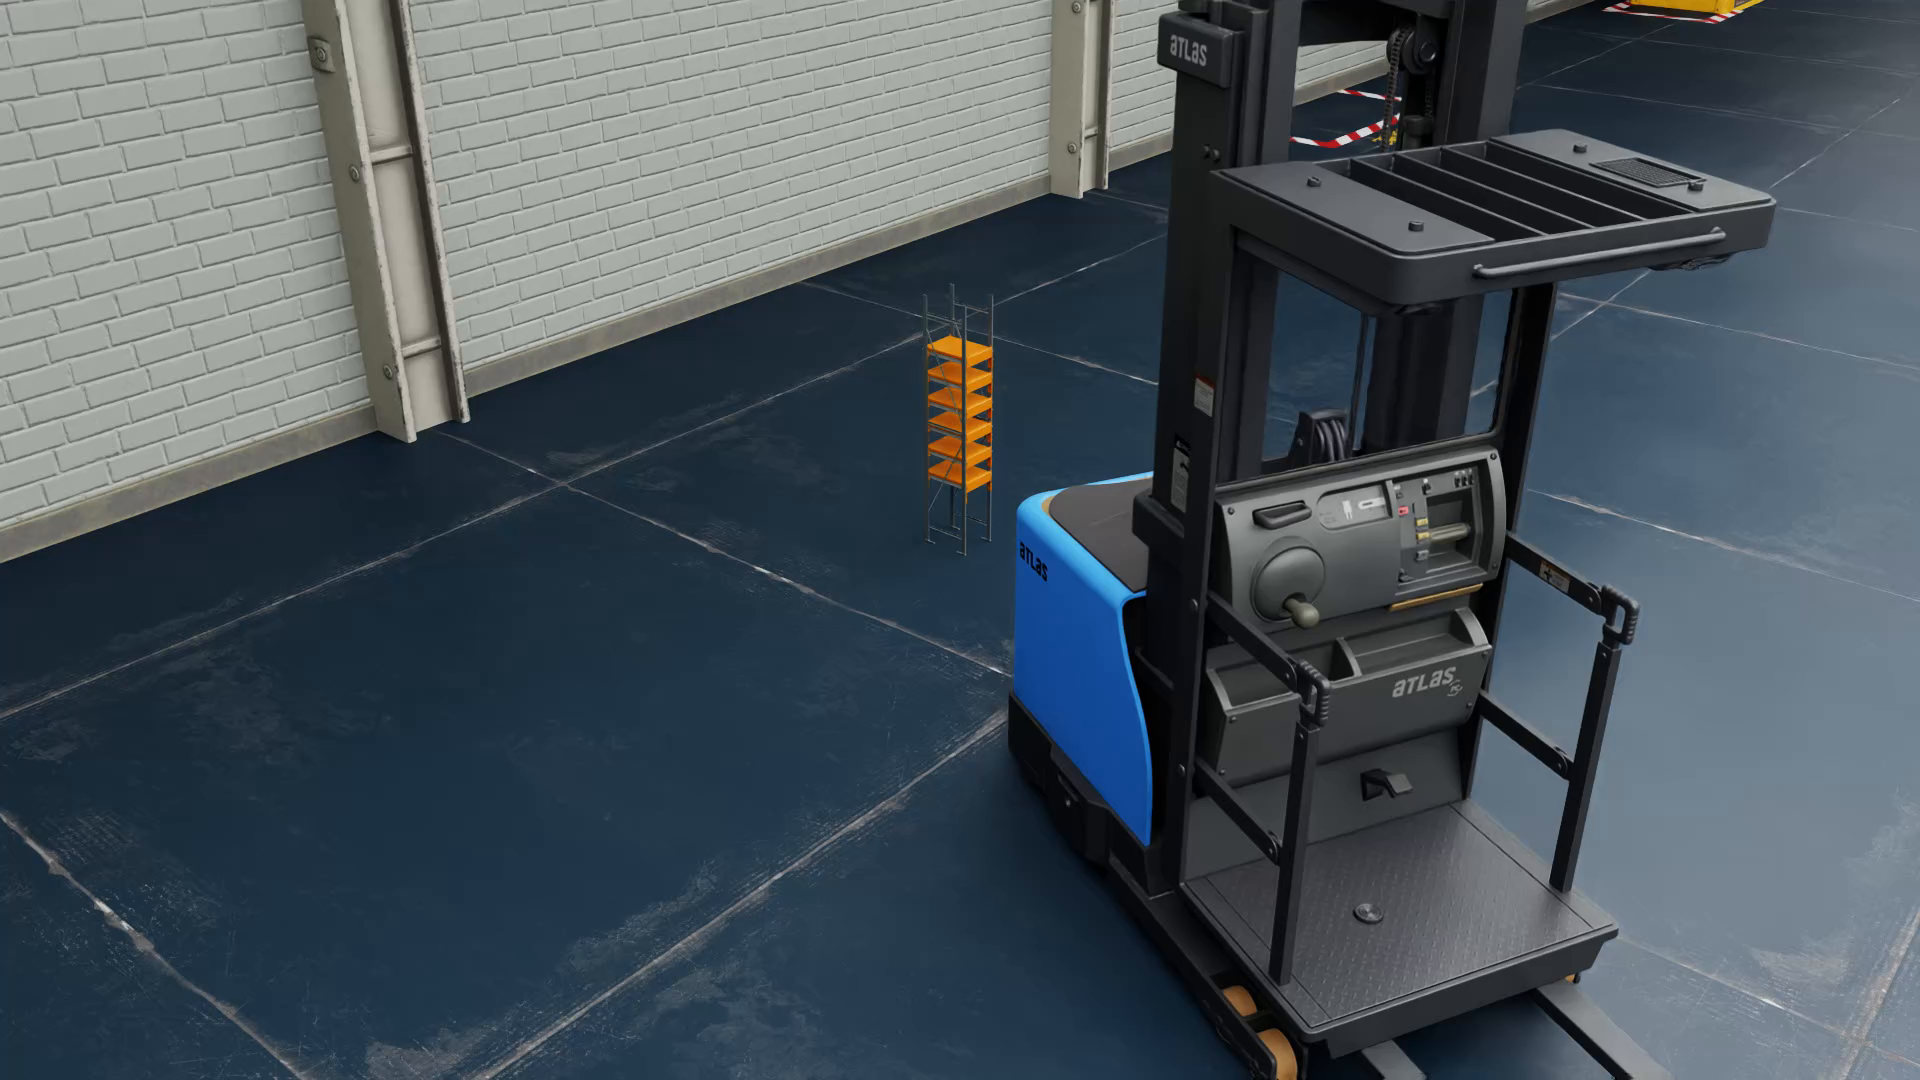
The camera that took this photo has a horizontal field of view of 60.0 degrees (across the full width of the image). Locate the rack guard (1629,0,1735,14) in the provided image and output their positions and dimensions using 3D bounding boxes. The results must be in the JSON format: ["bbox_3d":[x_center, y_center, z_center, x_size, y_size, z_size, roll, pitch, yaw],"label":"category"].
[{"bbox_3d":[8.829,-6.754,20.261,1.175,0.500,0.348,21,34,34],"label":"rack guard"}]

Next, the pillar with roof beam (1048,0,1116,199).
[{"bbox_3d":[4.247,-5.490,8.569,9.100,9.000,0.400,21,34,34],"label":"pillar with roof beam"}]

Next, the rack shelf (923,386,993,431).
[{"bbox_3d":[-0.009,-0.595,7.430,0.258,0.103,0.180,21,34,34],"label":"rack shelf"}]

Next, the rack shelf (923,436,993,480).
[{"bbox_3d":[-0.009,-0.382,7.540,0.258,0.103,0.180,21,34,34],"label":"rack shelf"}]

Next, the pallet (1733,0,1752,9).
[{"bbox_3d":[9.373,-6.903,20.865,1.003,0.211,1.213,21,34,34],"label":"pallet"}]

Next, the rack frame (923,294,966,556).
[{"bbox_3d":[-0.067,-0.495,7.402,0.240,1.200,0.006,21,34,34],"label":"rack frame"}]

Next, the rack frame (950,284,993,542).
[{"bbox_3d":[0.049,-0.560,7.527,0.240,1.200,0.006,21,34,34],"label":"rack frame"}]

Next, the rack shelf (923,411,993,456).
[{"bbox_3d":[-0.009,-0.488,7.485,0.258,0.103,0.180,21,34,34],"label":"rack shelf"}]

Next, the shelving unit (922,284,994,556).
[{"bbox_3d":[-0.009,-0.528,7.464,0.258,1.200,0.189,21,34,34],"label":"shelving unit"}]

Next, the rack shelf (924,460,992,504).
[{"bbox_3d":[-0.009,-0.275,7.595,0.258,0.103,0.180,21,34,34],"label":"rack shelf"}]

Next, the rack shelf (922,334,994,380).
[{"bbox_3d":[-0.009,-0.808,7.319,0.258,0.103,0.180,21,34,34],"label":"rack shelf"}]

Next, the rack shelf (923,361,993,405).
[{"bbox_3d":[-0.009,-0.701,7.375,0.258,0.103,0.180,21,34,34],"label":"rack shelf"}]

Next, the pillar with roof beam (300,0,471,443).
[{"bbox_3d":[0.431,-3.363,4.456,9.100,9.000,0.400,21,34,34],"label":"pillar with roof beam"}]

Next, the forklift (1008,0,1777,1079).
[{"bbox_3d":[1.231,0.033,4.496,1.130,2.935,3.031,-11,29,-21],"label":"forklift"}]
